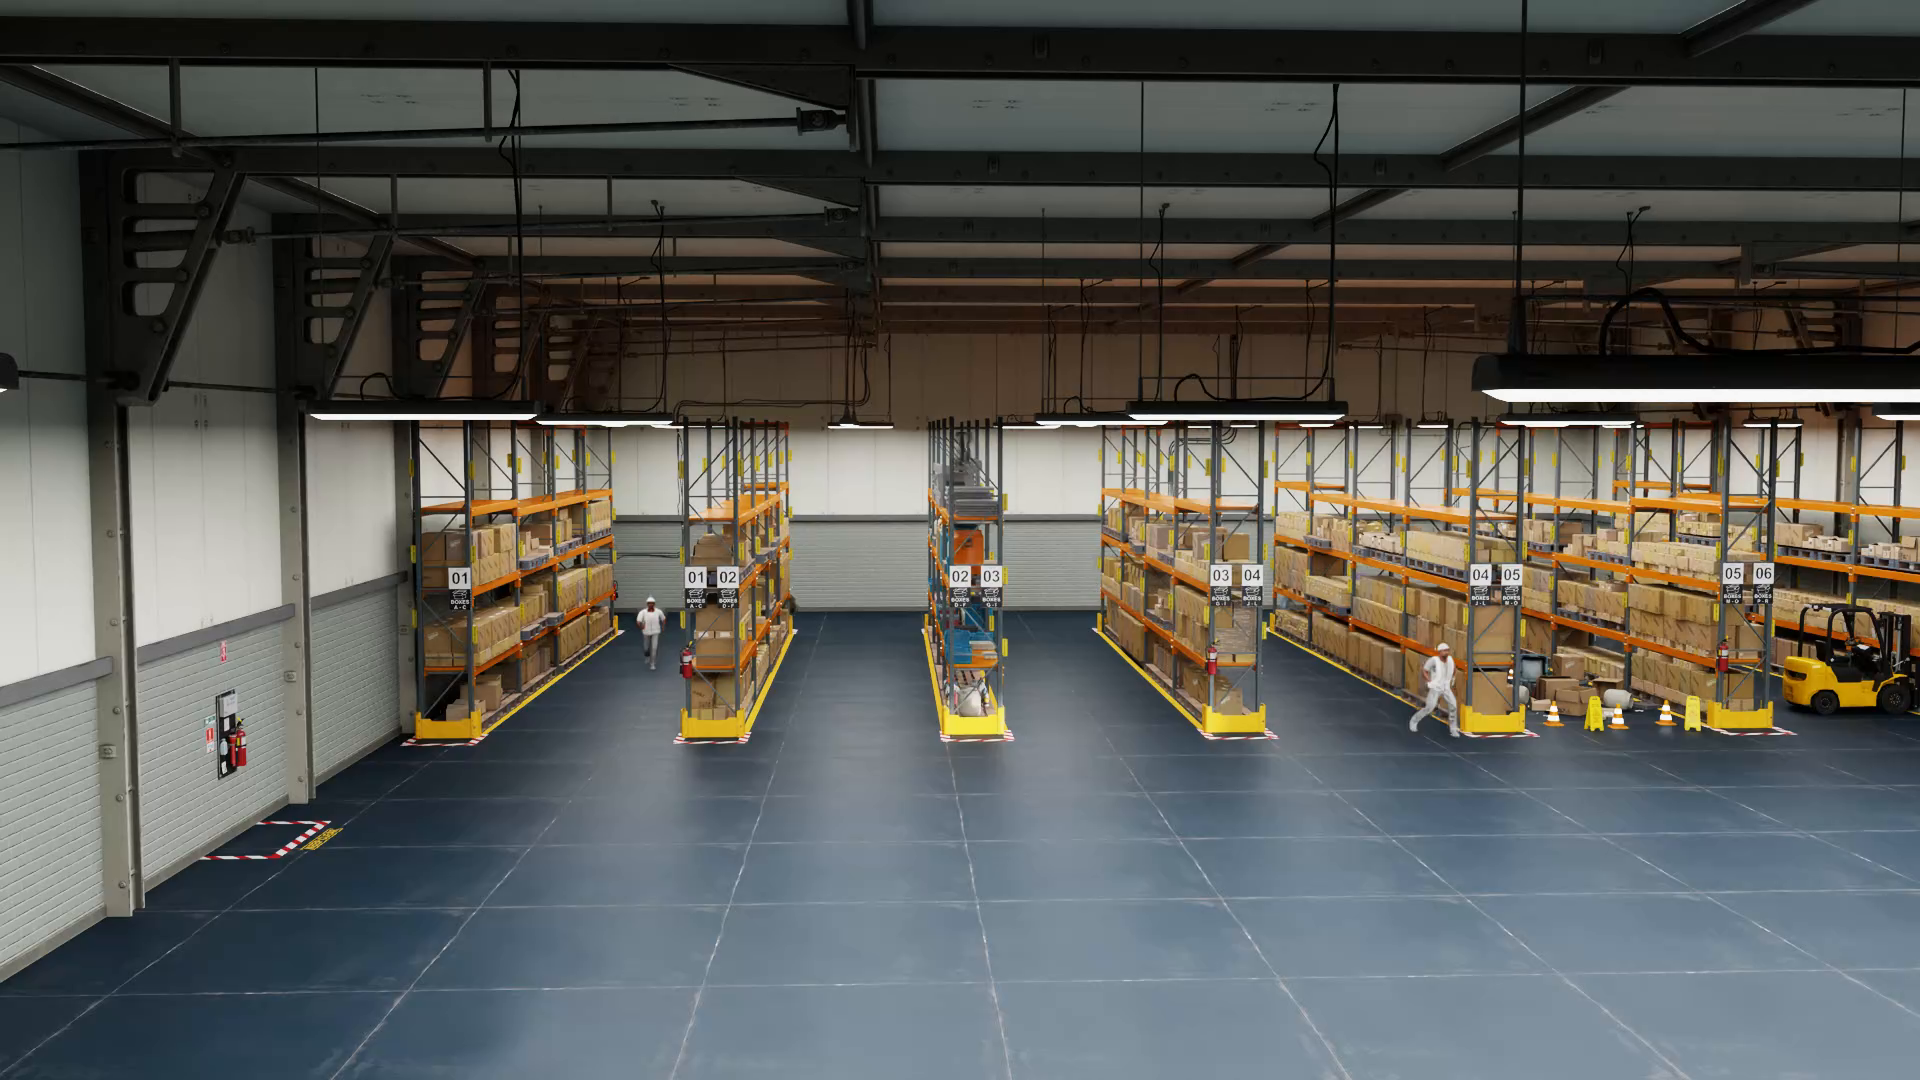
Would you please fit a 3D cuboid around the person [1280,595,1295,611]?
[{"bbox_3d":[9.758,1.643,49.327,0.687,1.728,0.699,-2,4,-30],"label":"person"}]

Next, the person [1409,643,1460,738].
[{"bbox_3d":[9.004,2.817,31.328,0.911,1.775,0.764,-2,4,-23],"label":"person"}]

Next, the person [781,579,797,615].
[{"bbox_3d":[-5.154,1.650,48.936,0.760,1.744,0.702,3,5,36],"label":"person"}]

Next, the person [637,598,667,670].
[{"bbox_3d":[-7.427,2.247,40.055,0.714,1.733,0.791,-1,4,-10],"label":"person"}]
